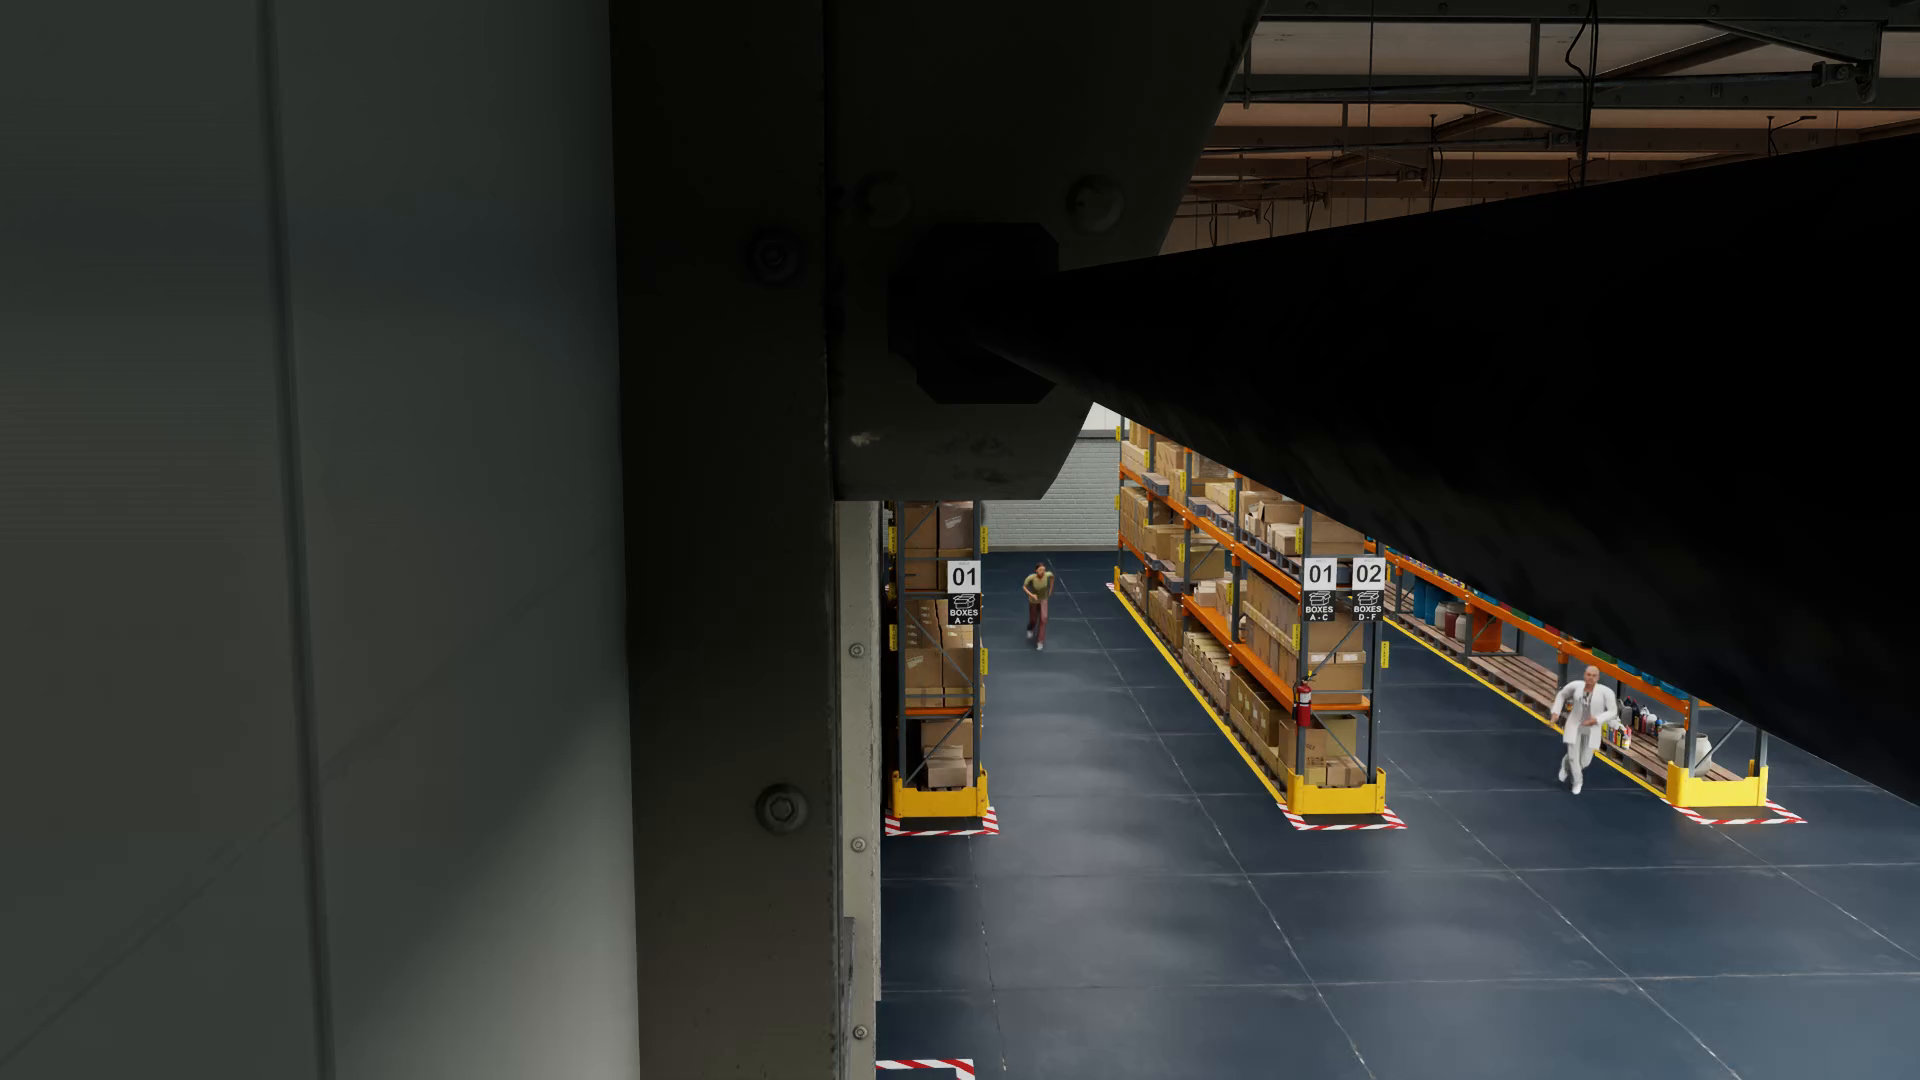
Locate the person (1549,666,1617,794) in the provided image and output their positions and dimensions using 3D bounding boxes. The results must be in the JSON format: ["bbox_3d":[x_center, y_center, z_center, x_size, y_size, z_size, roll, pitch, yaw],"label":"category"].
[{"bbox_3d":[8.058,2.435,21.556,0.808,1.704,0.650,2,9,15],"label":"person"}]

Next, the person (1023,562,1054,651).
[{"bbox_3d":[1.413,1.163,30.599,0.613,1.625,1.009,-2,8,-14],"label":"person"}]
